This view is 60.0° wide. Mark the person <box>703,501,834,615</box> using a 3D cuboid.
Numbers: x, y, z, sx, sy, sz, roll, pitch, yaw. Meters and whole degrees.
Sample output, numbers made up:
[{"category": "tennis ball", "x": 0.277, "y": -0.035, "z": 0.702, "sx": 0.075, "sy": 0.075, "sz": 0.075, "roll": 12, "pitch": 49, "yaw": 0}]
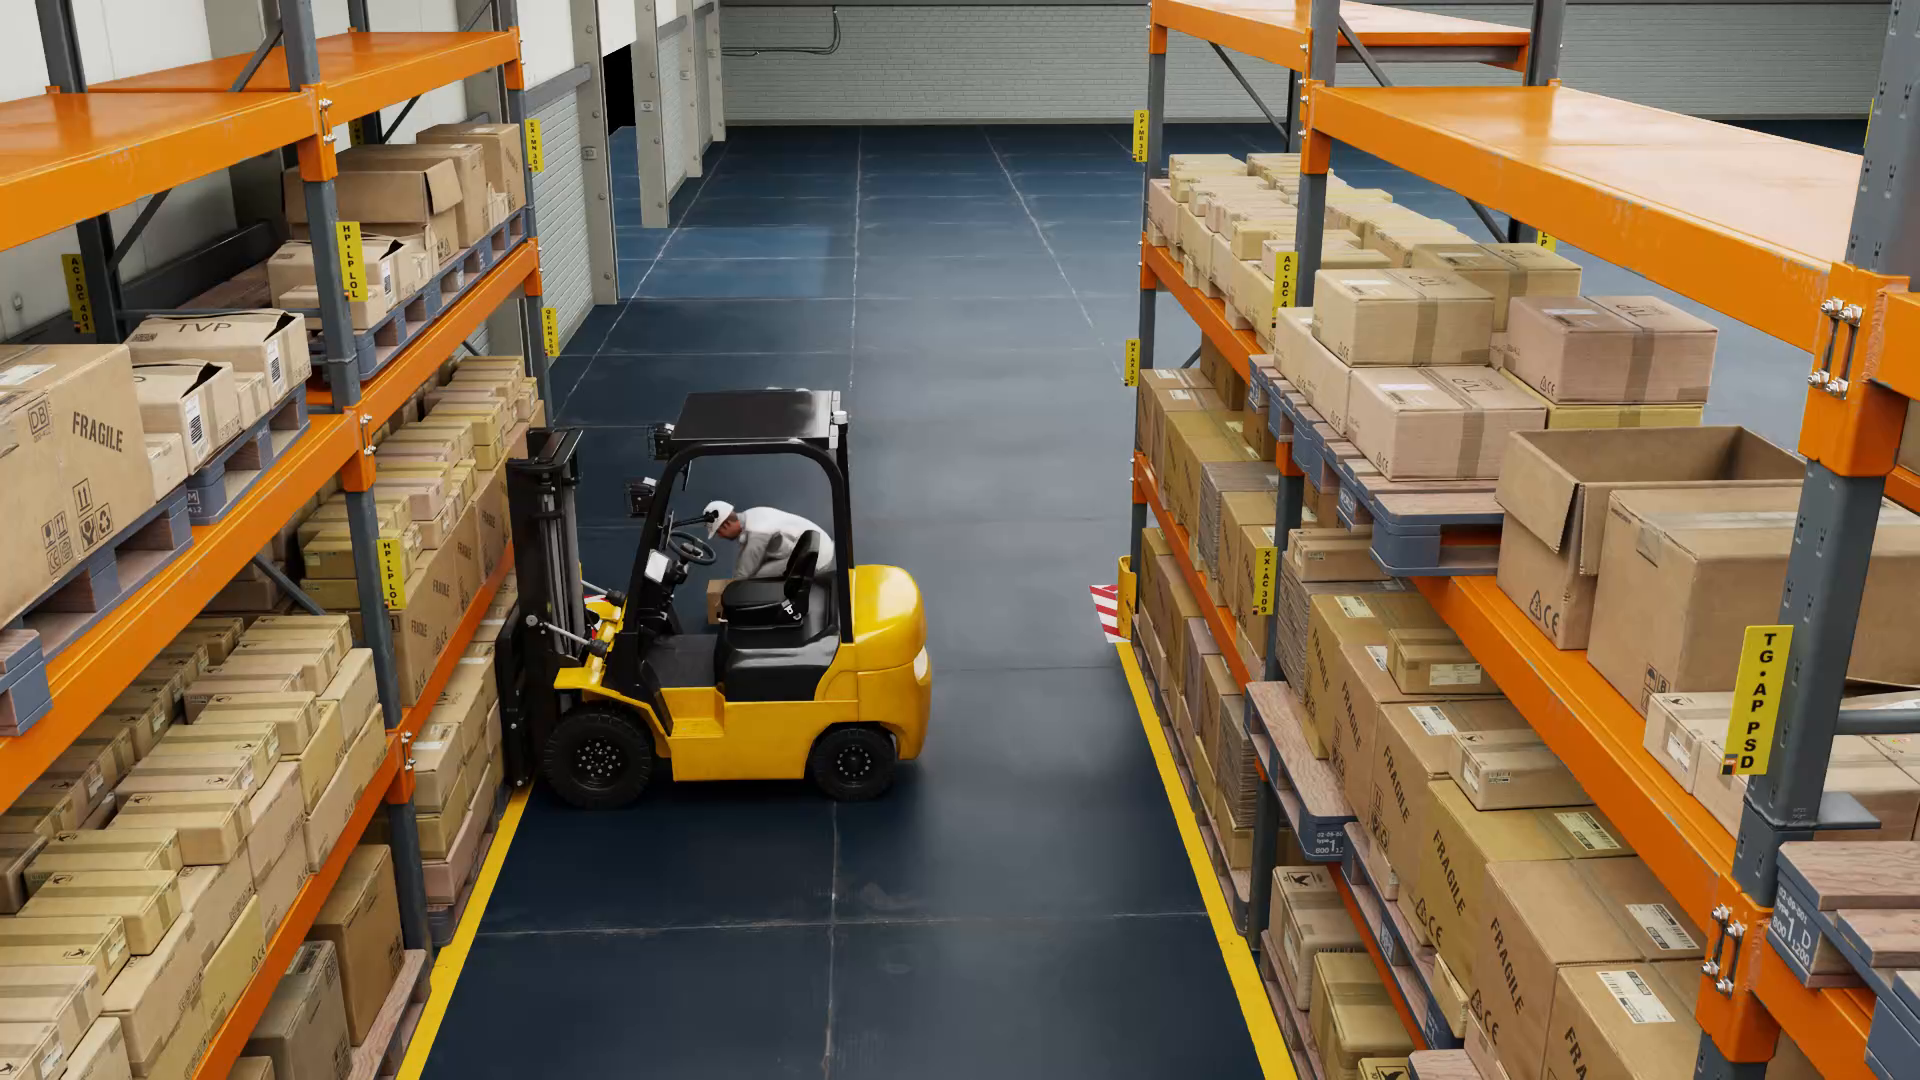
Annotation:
[{"category": "person", "x": -1.362, "y": 0.136, "z": 11.917, "sx": 0.913, "sy": 0.916, "sz": 0.536, "roll": -1, "pitch": 20, "yaw": -3}]
